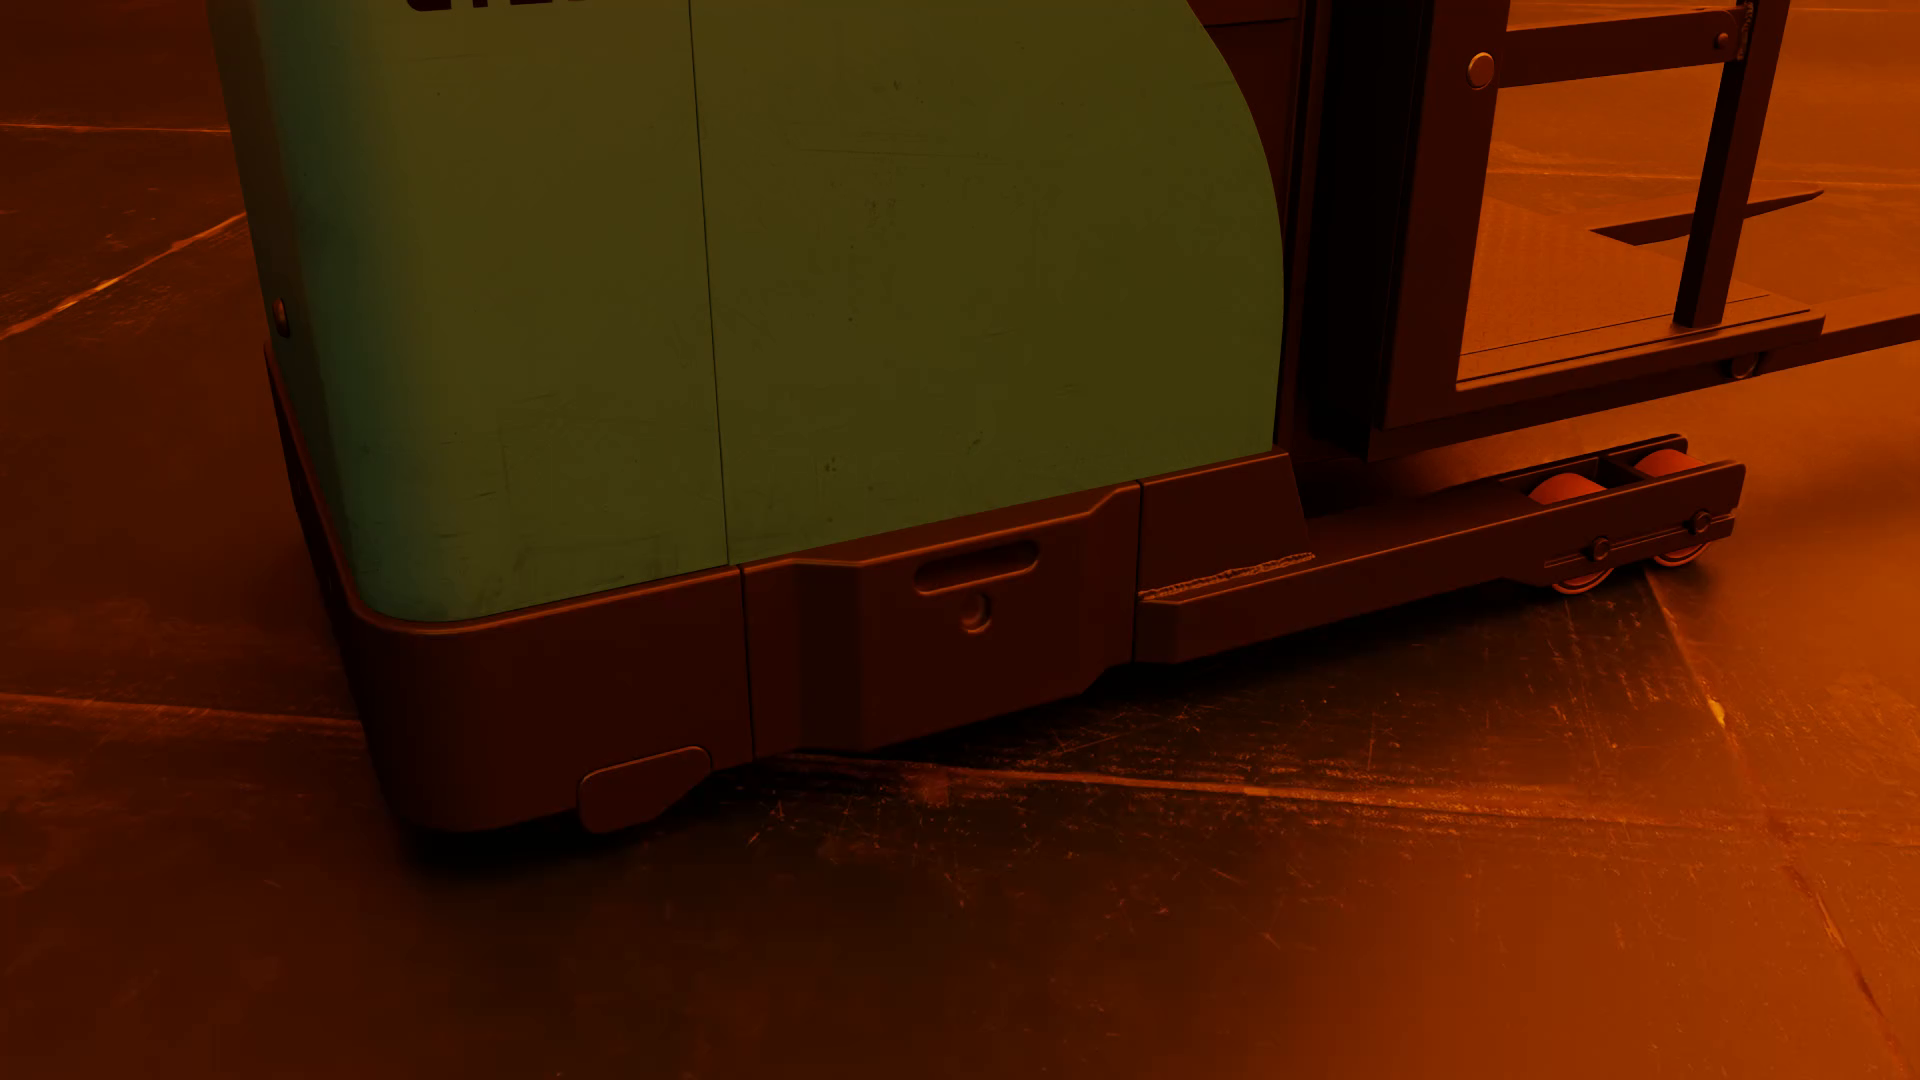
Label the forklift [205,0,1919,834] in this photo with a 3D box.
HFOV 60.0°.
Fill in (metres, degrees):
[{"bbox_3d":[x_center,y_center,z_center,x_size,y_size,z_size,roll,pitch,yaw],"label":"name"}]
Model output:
[{"bbox_3d":[0.561,-1.434,2.091,3.031,2.935,1.130,-12,29,-23],"label":"forklift"}]
